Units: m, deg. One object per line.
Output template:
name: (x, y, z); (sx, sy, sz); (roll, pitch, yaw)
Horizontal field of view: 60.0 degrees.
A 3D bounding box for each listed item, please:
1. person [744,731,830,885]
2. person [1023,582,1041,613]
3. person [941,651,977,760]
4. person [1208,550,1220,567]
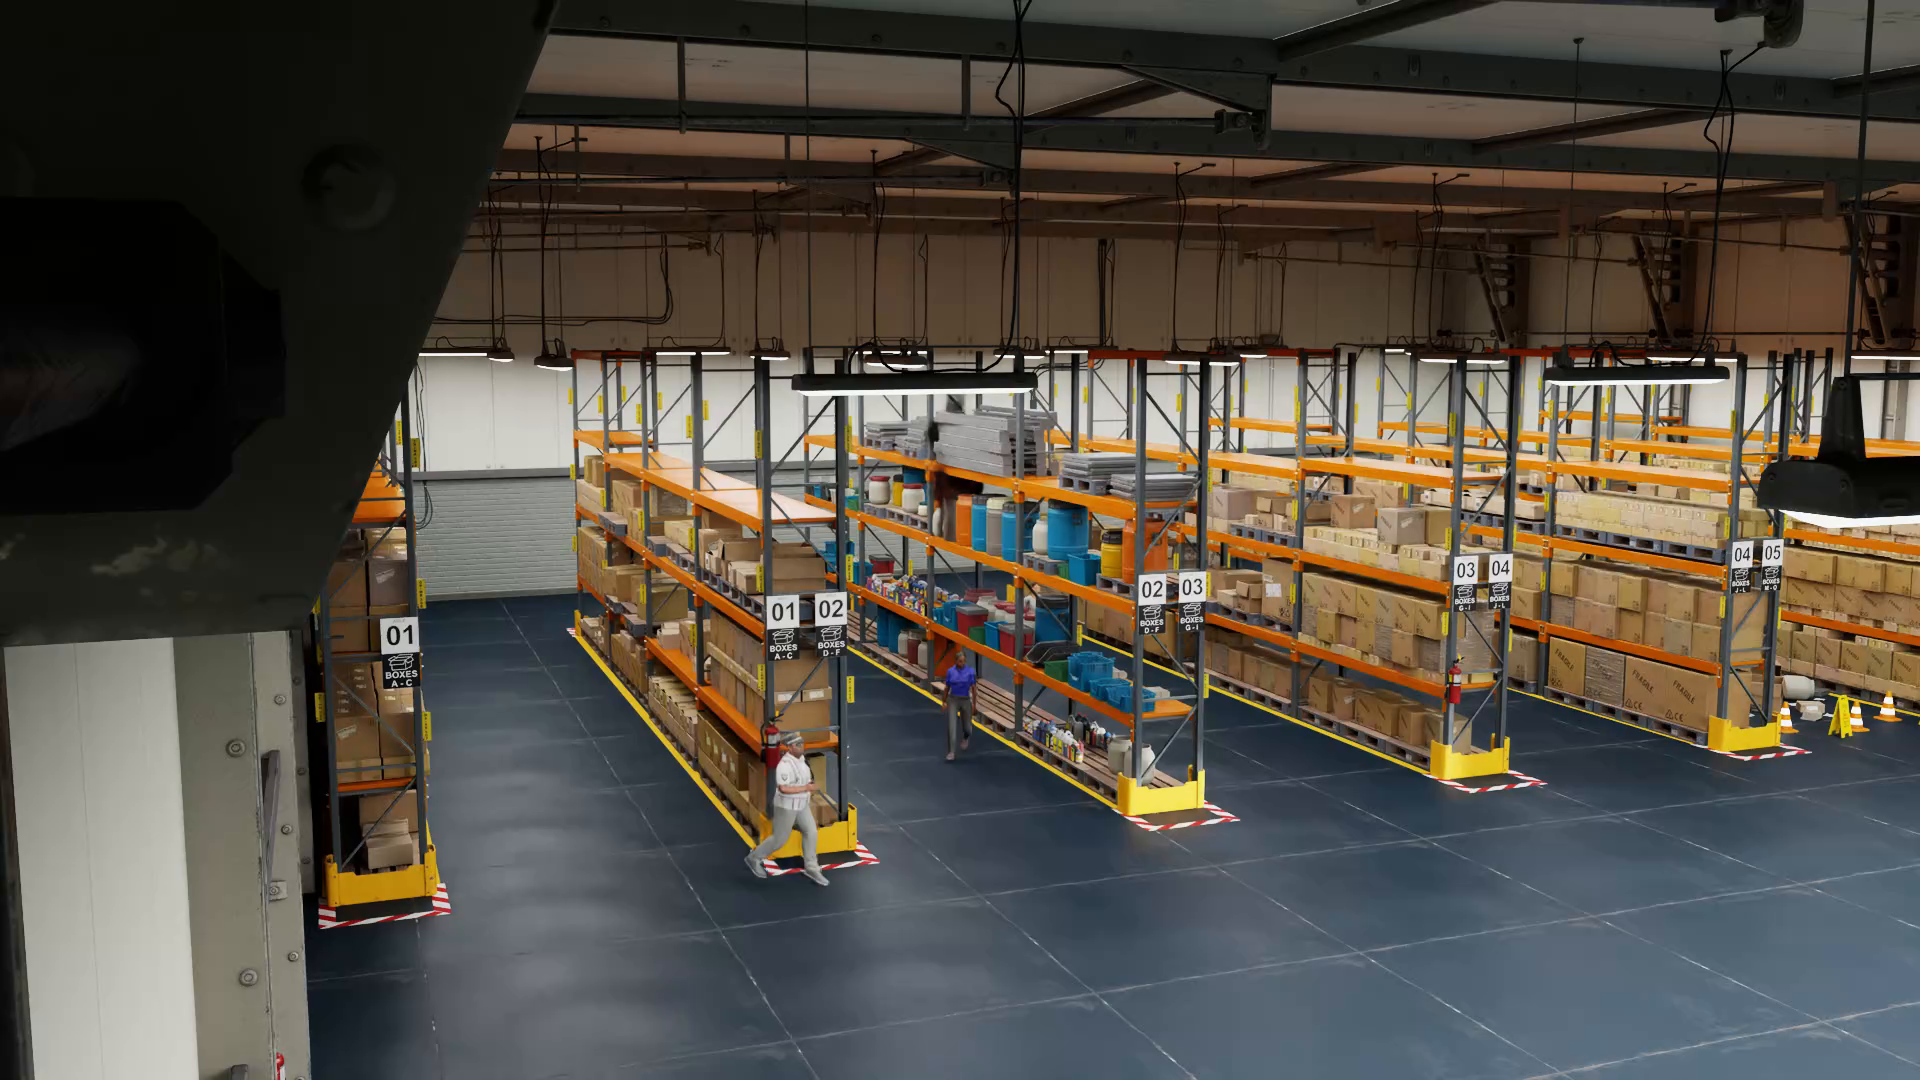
person: (-1.986, 3.075, 19.184); (0.966, 1.824, 0.670); (3, 8, 22)
person: (1.414, 1.602, 31.612); (0.581, 1.643, 0.563); (-4, 8, -27)
person: (-0.015, 2.426, 24.829); (0.536, 1.617, 0.695); (0, 7, 3)
person: (6.489, 0.278, 42.066); (0.598, 1.685, 0.664); (-5, 9, -34)
